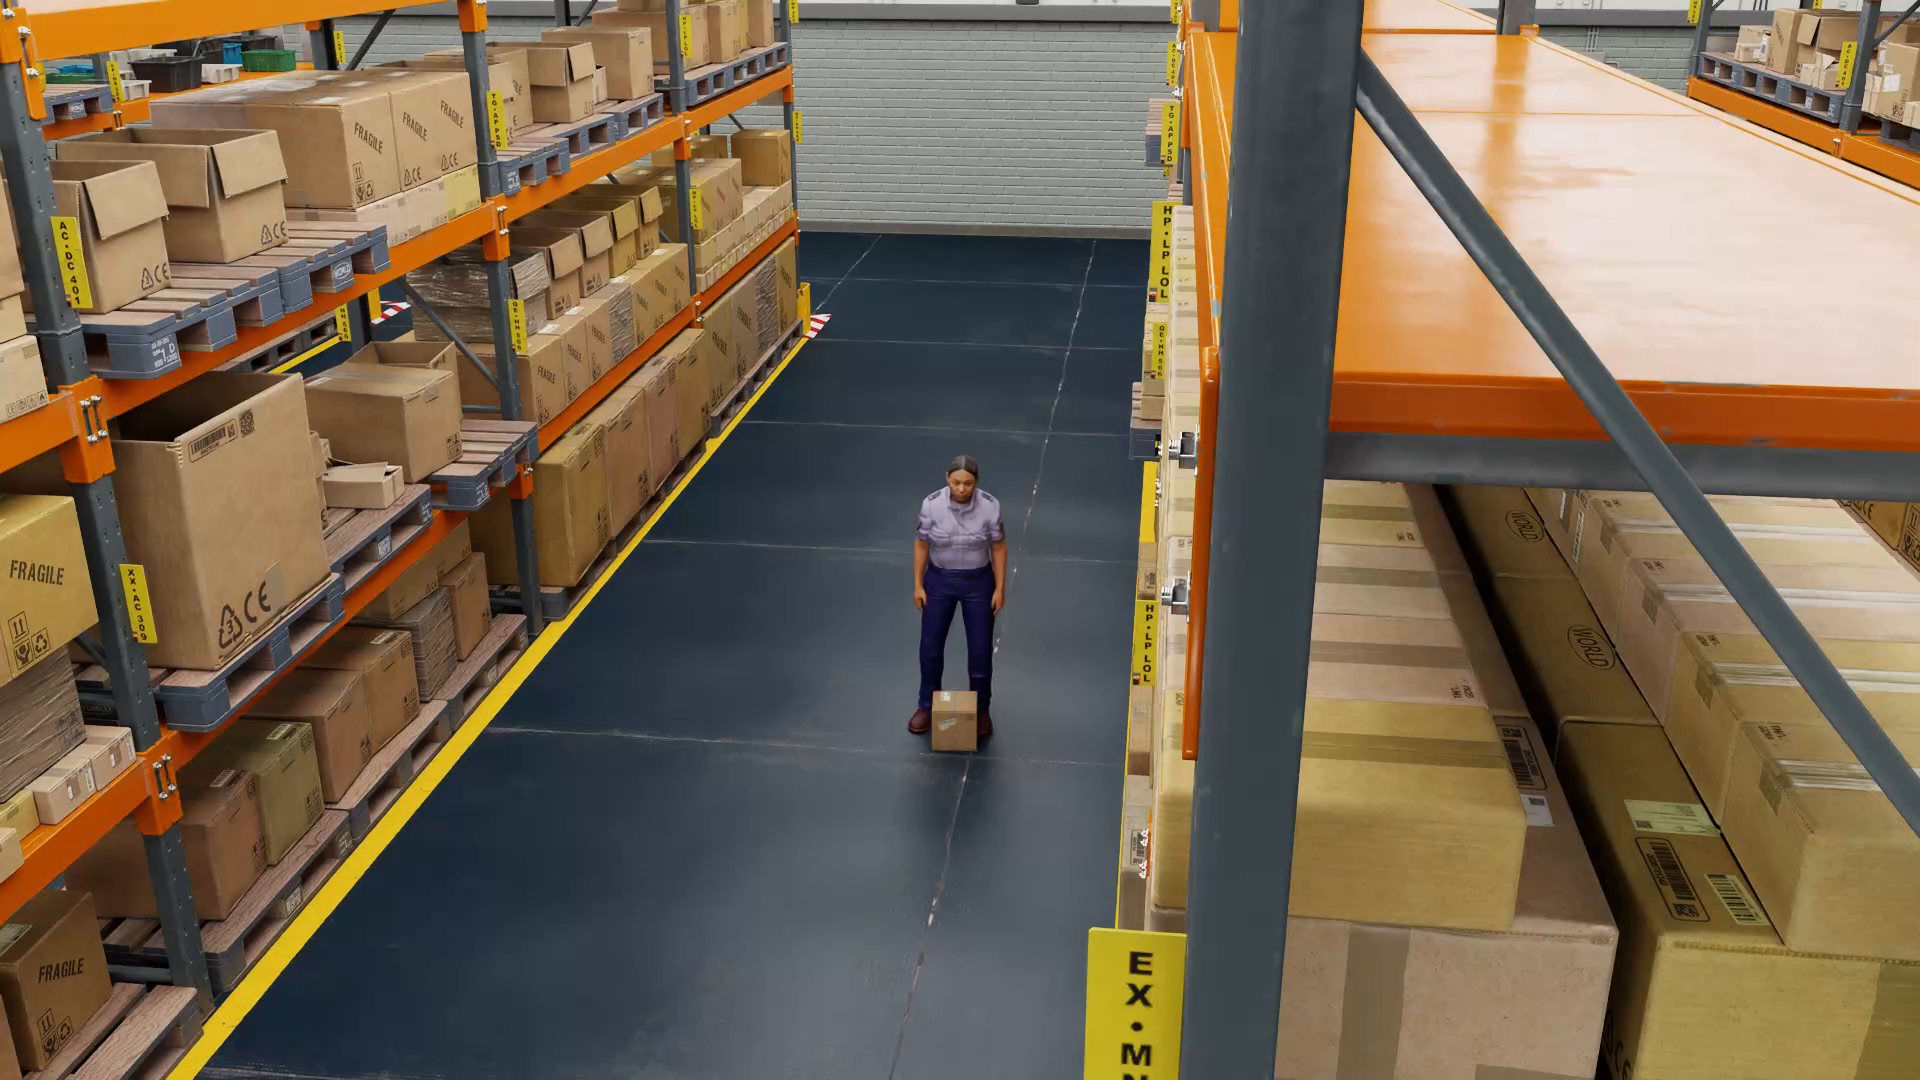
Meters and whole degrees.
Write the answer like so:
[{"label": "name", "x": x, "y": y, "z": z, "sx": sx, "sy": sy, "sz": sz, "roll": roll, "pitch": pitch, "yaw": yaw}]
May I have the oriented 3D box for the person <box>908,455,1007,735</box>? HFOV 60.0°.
[{"label": "person", "x": -0.019, "y": 0.285, "z": 9.367, "sx": 0.549, "sy": 1.650, "sz": 0.372, "roll": 1, "pitch": 21, "yaw": 3}]
